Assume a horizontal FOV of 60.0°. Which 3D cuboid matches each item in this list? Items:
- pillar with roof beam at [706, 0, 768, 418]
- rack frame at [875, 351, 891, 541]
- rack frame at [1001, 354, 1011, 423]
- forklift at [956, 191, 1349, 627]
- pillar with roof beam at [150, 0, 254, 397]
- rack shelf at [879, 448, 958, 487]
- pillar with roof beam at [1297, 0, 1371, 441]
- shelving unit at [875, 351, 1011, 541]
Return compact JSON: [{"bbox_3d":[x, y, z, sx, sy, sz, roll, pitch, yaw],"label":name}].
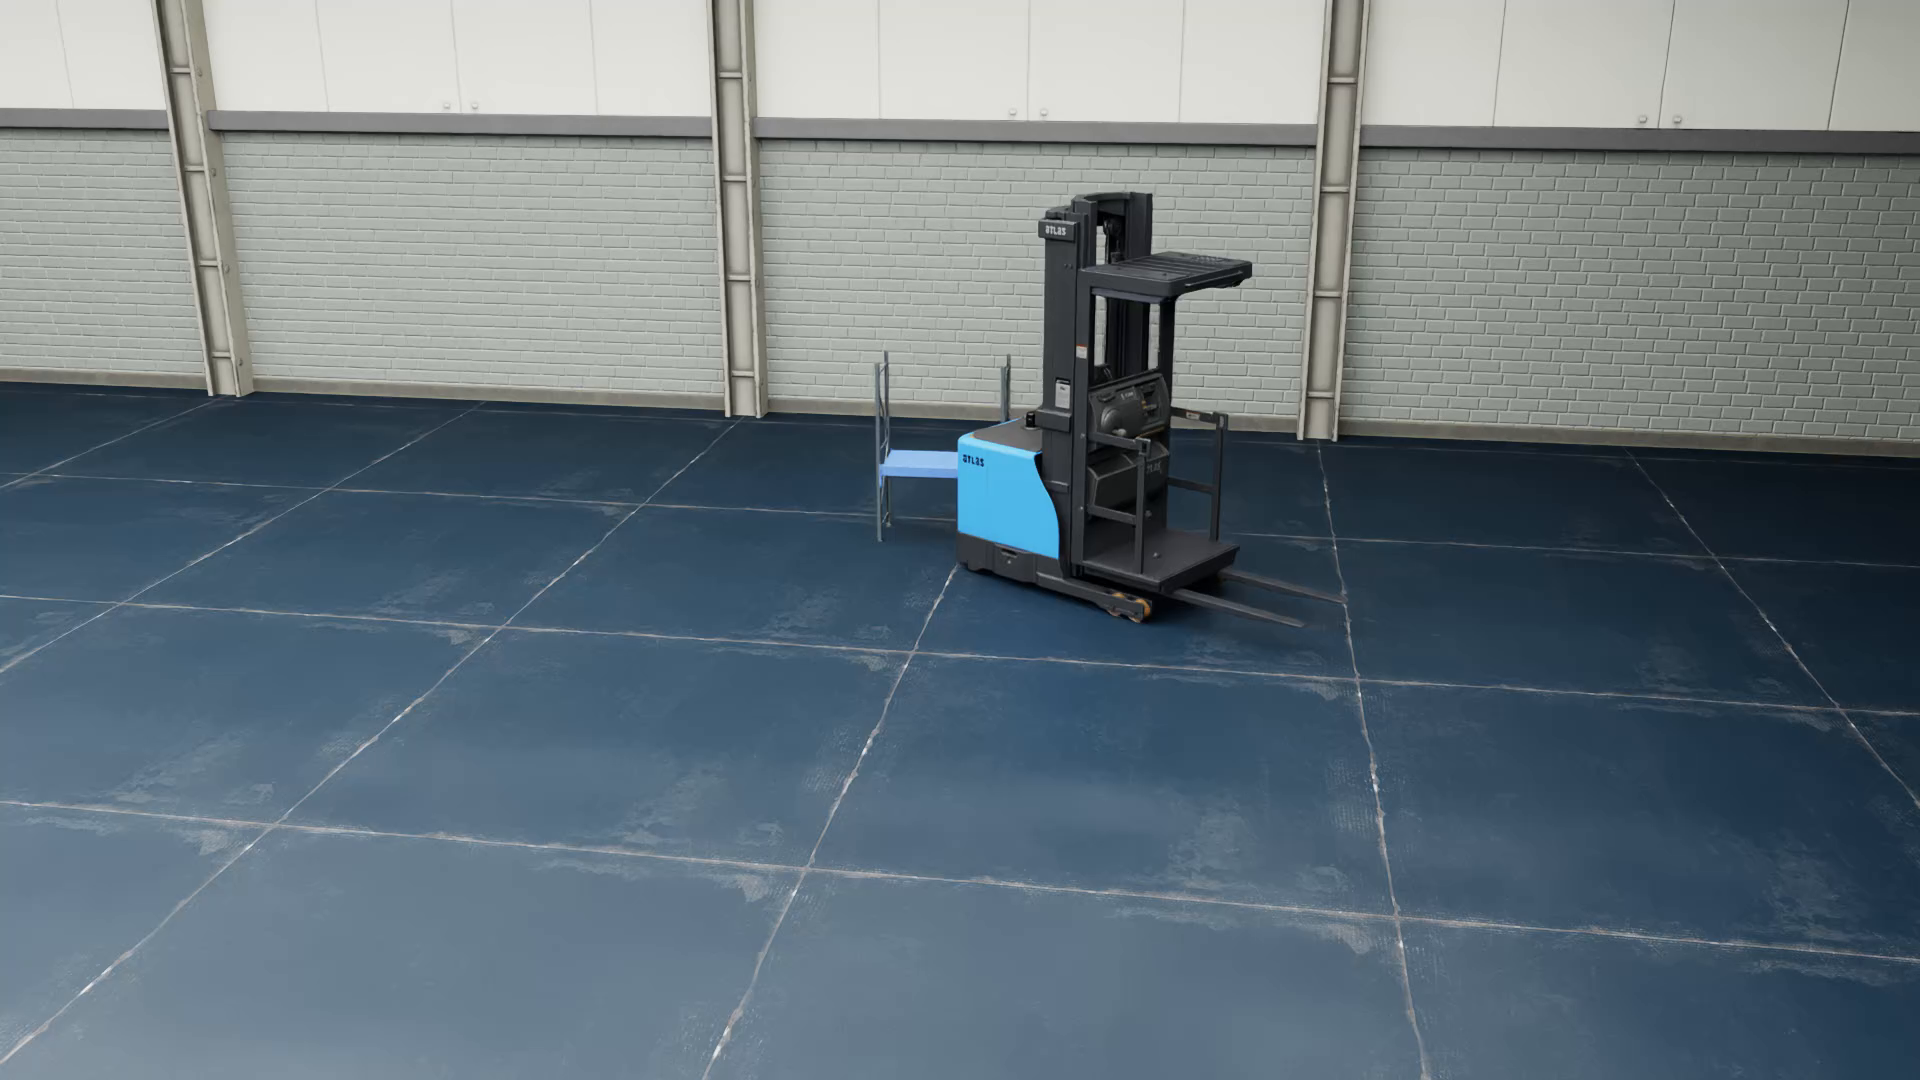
[{"bbox_3d":[-2.969,-4.274,12.394,0.400,9.000,9.100,3,19,9],"label":"pillar with roof beam"},{"bbox_3d":[-0.636,-0.778,13.764,0.032,1.500,0.500,2,19,7],"label":"rack frame"},{"bbox_3d":[0.373,-0.738,13.646,0.032,1.500,0.500,2,19,7],"label":"rack frame"},{"bbox_3d":[1.409,-0.983,12.121,3.031,2.935,1.130,15,24,39],"label":"forklift"},{"bbox_3d":[-8.893,-4.576,13.297,0.400,9.000,9.100,3,19,9],"label":"pillar with roof beam"},{"bbox_3d":[-0.131,-0.588,13.762,1.000,0.185,0.538,2,19,7],"label":"rack shelf"},{"bbox_3d":[2.955,-3.972,11.492,0.400,9.000,9.100,3,19,9],"label":"pillar with roof beam"},{"bbox_3d":[-0.131,-0.758,13.705,1.048,1.500,0.538,2,19,7],"label":"shelving unit"}]
